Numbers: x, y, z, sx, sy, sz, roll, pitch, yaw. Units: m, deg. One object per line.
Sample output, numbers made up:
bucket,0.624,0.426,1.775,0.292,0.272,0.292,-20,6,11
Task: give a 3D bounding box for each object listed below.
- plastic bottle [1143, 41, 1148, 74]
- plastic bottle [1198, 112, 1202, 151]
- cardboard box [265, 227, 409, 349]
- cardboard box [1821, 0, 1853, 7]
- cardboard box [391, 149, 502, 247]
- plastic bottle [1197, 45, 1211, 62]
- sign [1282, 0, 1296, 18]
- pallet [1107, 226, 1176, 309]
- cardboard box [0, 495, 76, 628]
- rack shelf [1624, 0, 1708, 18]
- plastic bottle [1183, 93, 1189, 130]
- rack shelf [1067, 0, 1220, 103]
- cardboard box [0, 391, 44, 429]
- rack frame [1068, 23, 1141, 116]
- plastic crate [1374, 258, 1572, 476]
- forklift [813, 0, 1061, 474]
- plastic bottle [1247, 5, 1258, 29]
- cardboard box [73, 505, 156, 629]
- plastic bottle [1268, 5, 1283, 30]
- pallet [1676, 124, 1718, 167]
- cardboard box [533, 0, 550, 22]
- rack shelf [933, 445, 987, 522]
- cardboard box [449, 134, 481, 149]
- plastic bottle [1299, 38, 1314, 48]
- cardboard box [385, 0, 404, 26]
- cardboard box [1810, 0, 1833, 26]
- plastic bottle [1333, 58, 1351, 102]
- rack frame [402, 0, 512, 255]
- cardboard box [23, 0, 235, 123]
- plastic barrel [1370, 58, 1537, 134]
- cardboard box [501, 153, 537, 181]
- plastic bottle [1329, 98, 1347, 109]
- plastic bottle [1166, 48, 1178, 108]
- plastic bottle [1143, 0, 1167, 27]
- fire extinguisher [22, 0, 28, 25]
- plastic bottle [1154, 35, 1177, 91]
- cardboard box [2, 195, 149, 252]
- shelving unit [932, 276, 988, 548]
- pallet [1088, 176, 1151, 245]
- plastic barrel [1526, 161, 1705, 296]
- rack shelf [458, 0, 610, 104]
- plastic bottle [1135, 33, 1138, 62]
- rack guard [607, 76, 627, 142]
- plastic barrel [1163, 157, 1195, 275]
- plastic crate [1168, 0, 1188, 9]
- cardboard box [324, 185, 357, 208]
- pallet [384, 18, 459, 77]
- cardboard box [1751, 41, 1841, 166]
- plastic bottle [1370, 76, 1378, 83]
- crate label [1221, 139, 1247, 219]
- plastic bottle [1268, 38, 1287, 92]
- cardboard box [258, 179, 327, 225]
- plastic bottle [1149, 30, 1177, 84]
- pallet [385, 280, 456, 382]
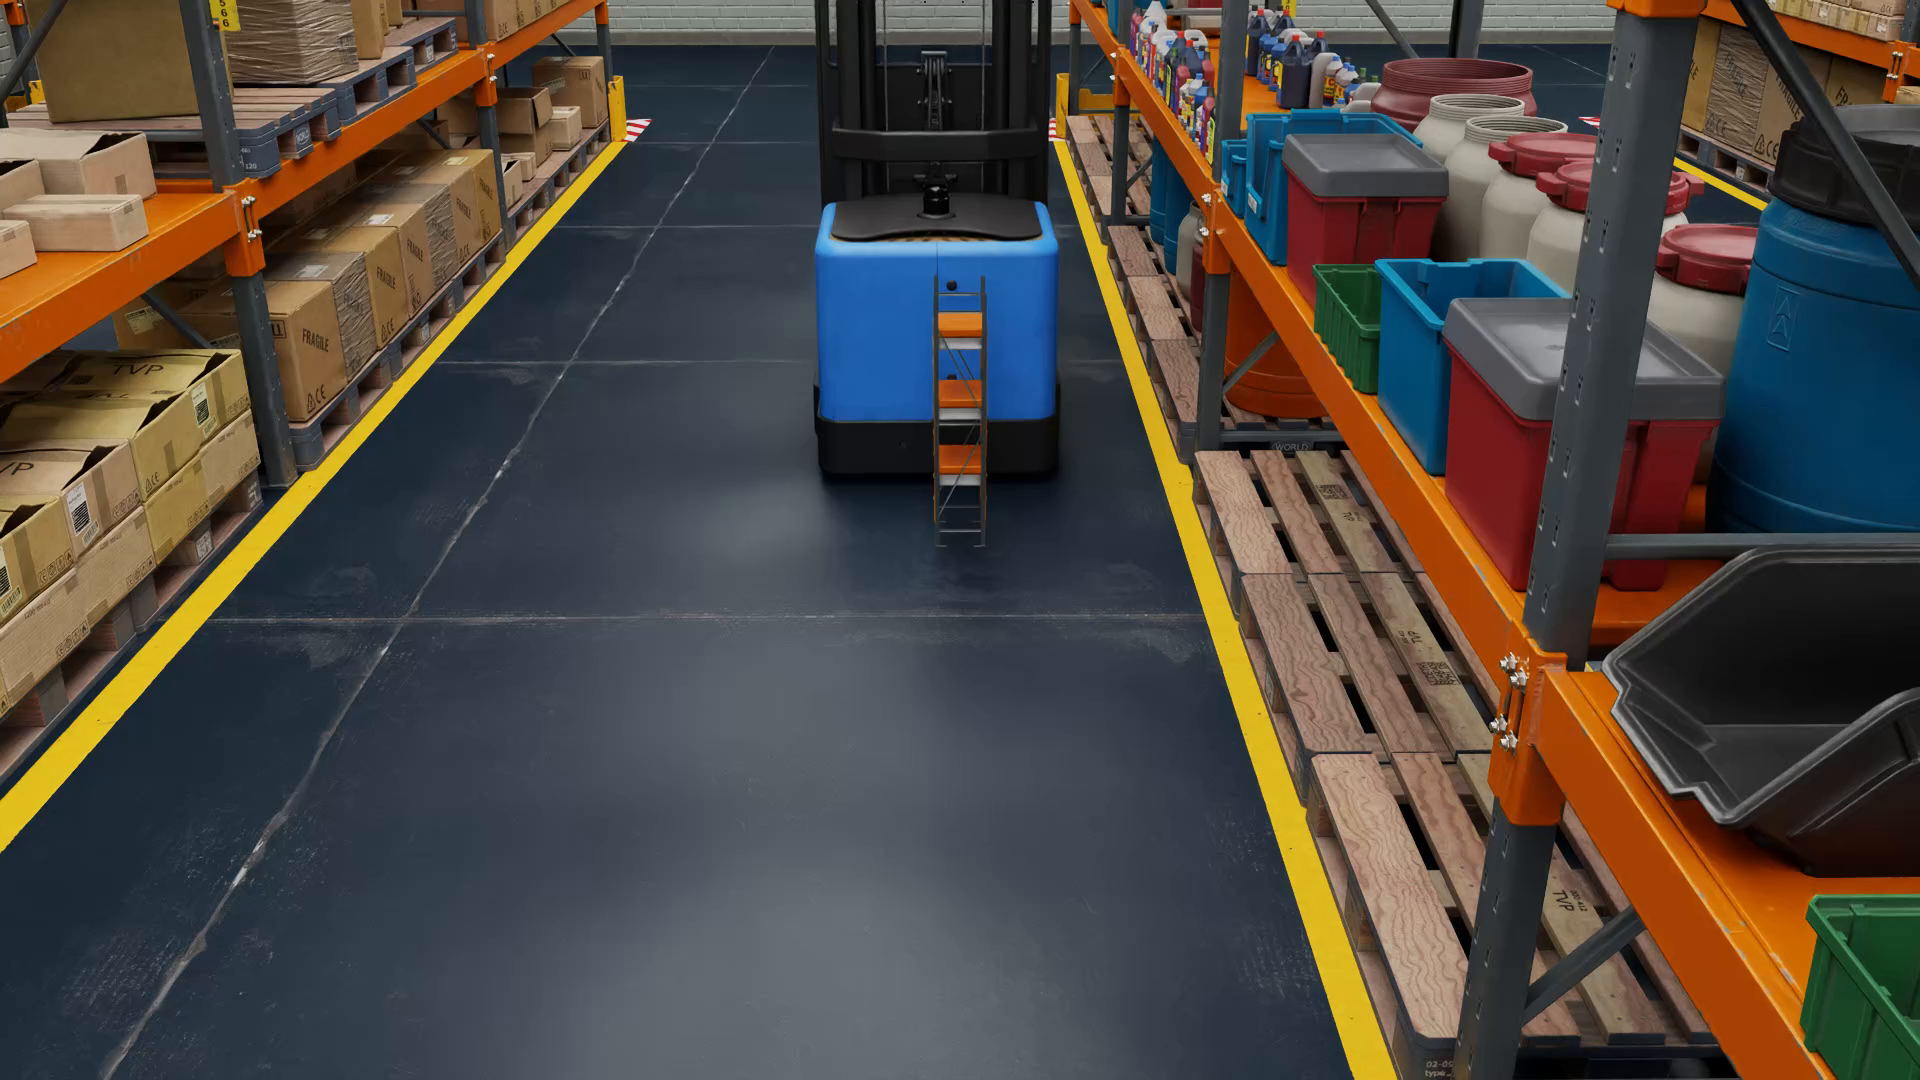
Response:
plastic bottle,1.093,-2.756,9.445,0.097,0.201,0.097,0,24,0
plastic bottle,1.117,-1.846,7.434,0.097,0.201,0.097,0,24,0
cardboard box,-3.151,-1.282,8.443,0.500,0.500,0.500,-1,24,-1
cardboard box,6.167,-3.761,11.247,0.500,0.250,0.500,0,24,1
cardboard box,-3.171,-2.117,10.289,0.500,0.500,0.500,0,24,-1
plastic bottle,1.247,-2.422,8.622,0.097,0.271,0.097,0,24,0
sign,2.040,-3.406,10.304,0.100,0.325,0.005,0,24,-1
pallet,1.456,-1.689,10.229,1.003,0.211,1.213,0,24,-1
cardboard box,-3.150,0.041,5.167,0.500,0.311,0.500,0,24,1
rack shelf,1.599,-0.196,0.777,1.077,0.370,4.000,0,24,-1
plastic bottle,1.112,-2.047,7.877,0.097,0.201,0.097,0,24,0
rack shelf,1.468,-3.774,12.328,1.077,0.370,4.000,0,24,-1
cardboard box,-3.694,-0.369,6.073,0.500,0.311,0.500,-1,24,-2
rack frame,1.446,-4.926,14.002,1.000,3.000,0.127,0,24,-1
plastic crate,1.254,-0.427,4.074,0.392,0.384,0.575,0,24,-1
forklift,-0.128,-2.184,8.023,1.130,2.935,3.031,-1,24,-1
plastic bottle,1.683,-2.877,9.532,0.144,0.351,0.185,0,24,-1
cardboard box,-3.158,0.088,5.742,0.500,0.250,0.500,0,24,1
plastic bottle,1.827,-2.878,9.533,0.144,0.351,0.185,0,24,-1
pallet,6.486,-3.349,13.898,1.003,0.211,1.213,0,24,-1
cardboard box,-3.208,-3.931,11.680,0.500,0.500,0.500,0,24,-1
rack shelf,-0.001,-0.238,6.701,0.215,0.259,0.240,0,24,-1
cardboard box,-3.761,-2.775,11.974,0.500,0.311,0.500,0,24,-1
plastic bottle,1.831,-2.551,8.901,0.152,0.276,0.135,0,24,-1
cardboard box,-3.682,-3.298,9.770,0.700,0.500,0.500,-9,26,-18
cardboard box,6.103,-3.628,11.436,0.380,0.149,0.250,0,24,0
plastic bottle,1.885,-2.232,8.188,0.061,0.283,0.133,0,24,-1
rack frame,-3.463,-3.257,10.311,1.000,3.000,0.127,0,24,-1
cardboard box,-3.539,-2.105,7.133,0.700,0.500,0.500,-9,26,-18
plastic barrel,1.841,-1.502,6.265,0.600,0.536,0.708,0,24,-1
cardboard box,-3.271,-2.697,11.977,0.380,0.166,0.250,0,24,-1
plastic bottle,1.722,-1.901,7.555,0.097,0.201,0.097,0,24,0
plastic bottle,1.086,-2.343,8.433,0.061,0.283,0.133,0,24,-1
plastic bottle,1.170,-3.092,10.007,0.144,0.351,0.185,0,24,-1
fire extinguisher,-8.001,-4.741,14.138,0.296,0.674,0.183,0,24,-1
plastic bottle,1.126,-2.552,8.902,0.152,0.276,0.135,0,24,-1
cardboard box,-3.134,-1.125,5.902,0.380,0.149,0.250,0,24,-1
shelving unit,-0.001,-0.500,6.582,0.215,1.050,0.252,0,24,-1
pallet,1.443,-2.310,11.601,1.003,0.211,1.213,0,24,-1
plastic barrel,1.778,-0.741,4.583,0.433,0.535,0.433,0,24,0
rack shelf,-3.485,-3.753,12.282,1.077,0.370,4.000,0,24,-1
plastic bottle,1.088,-2.932,9.833,0.097,0.201,0.097,0,24,0
rack guard,-3.506,-3.735,14.402,1.175,0.500,0.348,0,24,-1
plastic barrel,1.486,-1.997,9.562,0.600,0.901,0.708,0,24,-1
plastic crate,1.657,-3.881,11.762,0.437,0.282,0.530,0,24,-1
cardboard box,-3.687,-1.692,9.352,0.500,0.500,0.500,0,24,0
pallet,-3.564,-2.840,9.622,1.003,0.211,1.213,0,24,-1
cardboard box,6.505,-3.166,12.180,0.875,0.875,0.875,0,24,-1
plastic bottle,1.891,-2.002,7.678,0.061,0.283,0.133,0,24,-1
crate label,1.163,-1.378,6.360,0.303,0.233,0.416,0,24,-1
plastic bottle,1.706,-2.541,8.884,0.097,0.271,0.097,0,24,0
cardboard box,-3.685,-1.841,8.770,0.500,0.250,0.500,-1,24,-2
plastic bottle,1.124,-2.647,9.114,0.152,0.276,0.135,0,24,-1
pallet,-3.400,-1.147,9.031,1.003,0.211,1.213,0,24,-1
